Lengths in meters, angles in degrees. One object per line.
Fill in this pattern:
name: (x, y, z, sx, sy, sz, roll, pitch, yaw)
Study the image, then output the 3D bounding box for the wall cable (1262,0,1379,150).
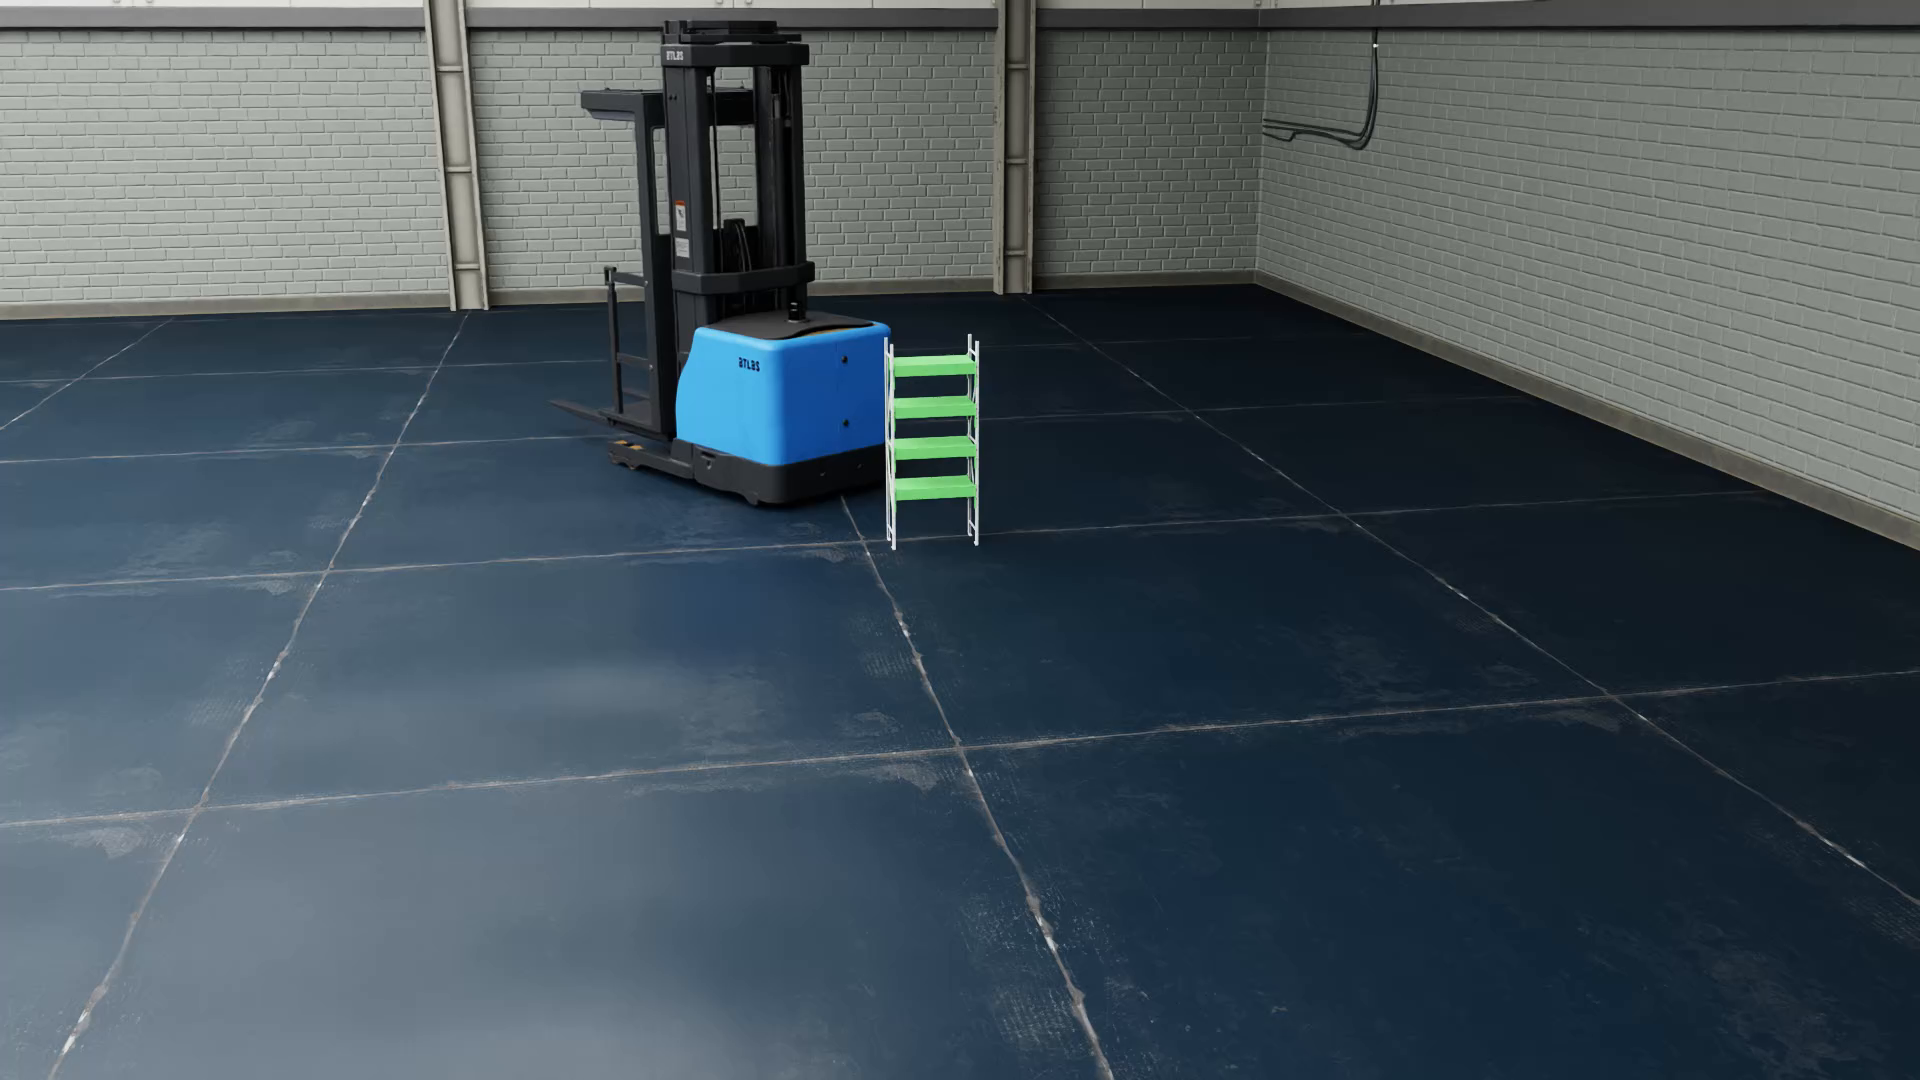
wall cable: (3.747, -5.446, 17.504, 0.112, 2.526, 3.097, -3, 17, -10)

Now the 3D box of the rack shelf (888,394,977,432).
rack shelf: (-0.163, -0.733, 9.554, 0.480, 0.148, 0.258, -3, 17, -10)

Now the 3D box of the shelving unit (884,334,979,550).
shelving unit: (-0.163, -0.564, 9.606, 0.503, 1.200, 0.258, -3, 17, -10)

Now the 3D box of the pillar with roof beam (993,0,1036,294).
pillar with roof beam: (1.420, -5.906, 13.714, 0.400, 9.000, 9.100, -3, 17, -10)

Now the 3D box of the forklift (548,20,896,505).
forklift: (-1.802, -1.974, 11.246, 1.130, 2.935, 3.031, -16, 23, -41)

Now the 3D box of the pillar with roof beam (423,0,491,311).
pillar with roof beam: (-4.471, -5.572, 12.626, 0.400, 9.000, 9.100, -3, 17, -10)

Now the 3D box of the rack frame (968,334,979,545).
rack frame: (0.077, -0.578, 9.650, 0.015, 1.200, 0.240, -3, 17, -10)

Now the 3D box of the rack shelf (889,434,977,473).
rack shelf: (-0.163, -0.503, 9.624, 0.480, 0.148, 0.258, -3, 17, -10)

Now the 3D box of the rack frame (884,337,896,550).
rack frame: (-0.402, -0.551, 9.561, 0.015, 1.200, 0.240, -3, 17, -10)

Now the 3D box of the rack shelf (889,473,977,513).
rack shelf: (-0.163, -0.274, 9.695, 0.480, 0.148, 0.258, -3, 17, -10)

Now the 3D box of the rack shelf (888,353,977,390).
rack shelf: (-0.163, -0.962, 9.483, 0.480, 0.148, 0.258, -3, 17, -10)
